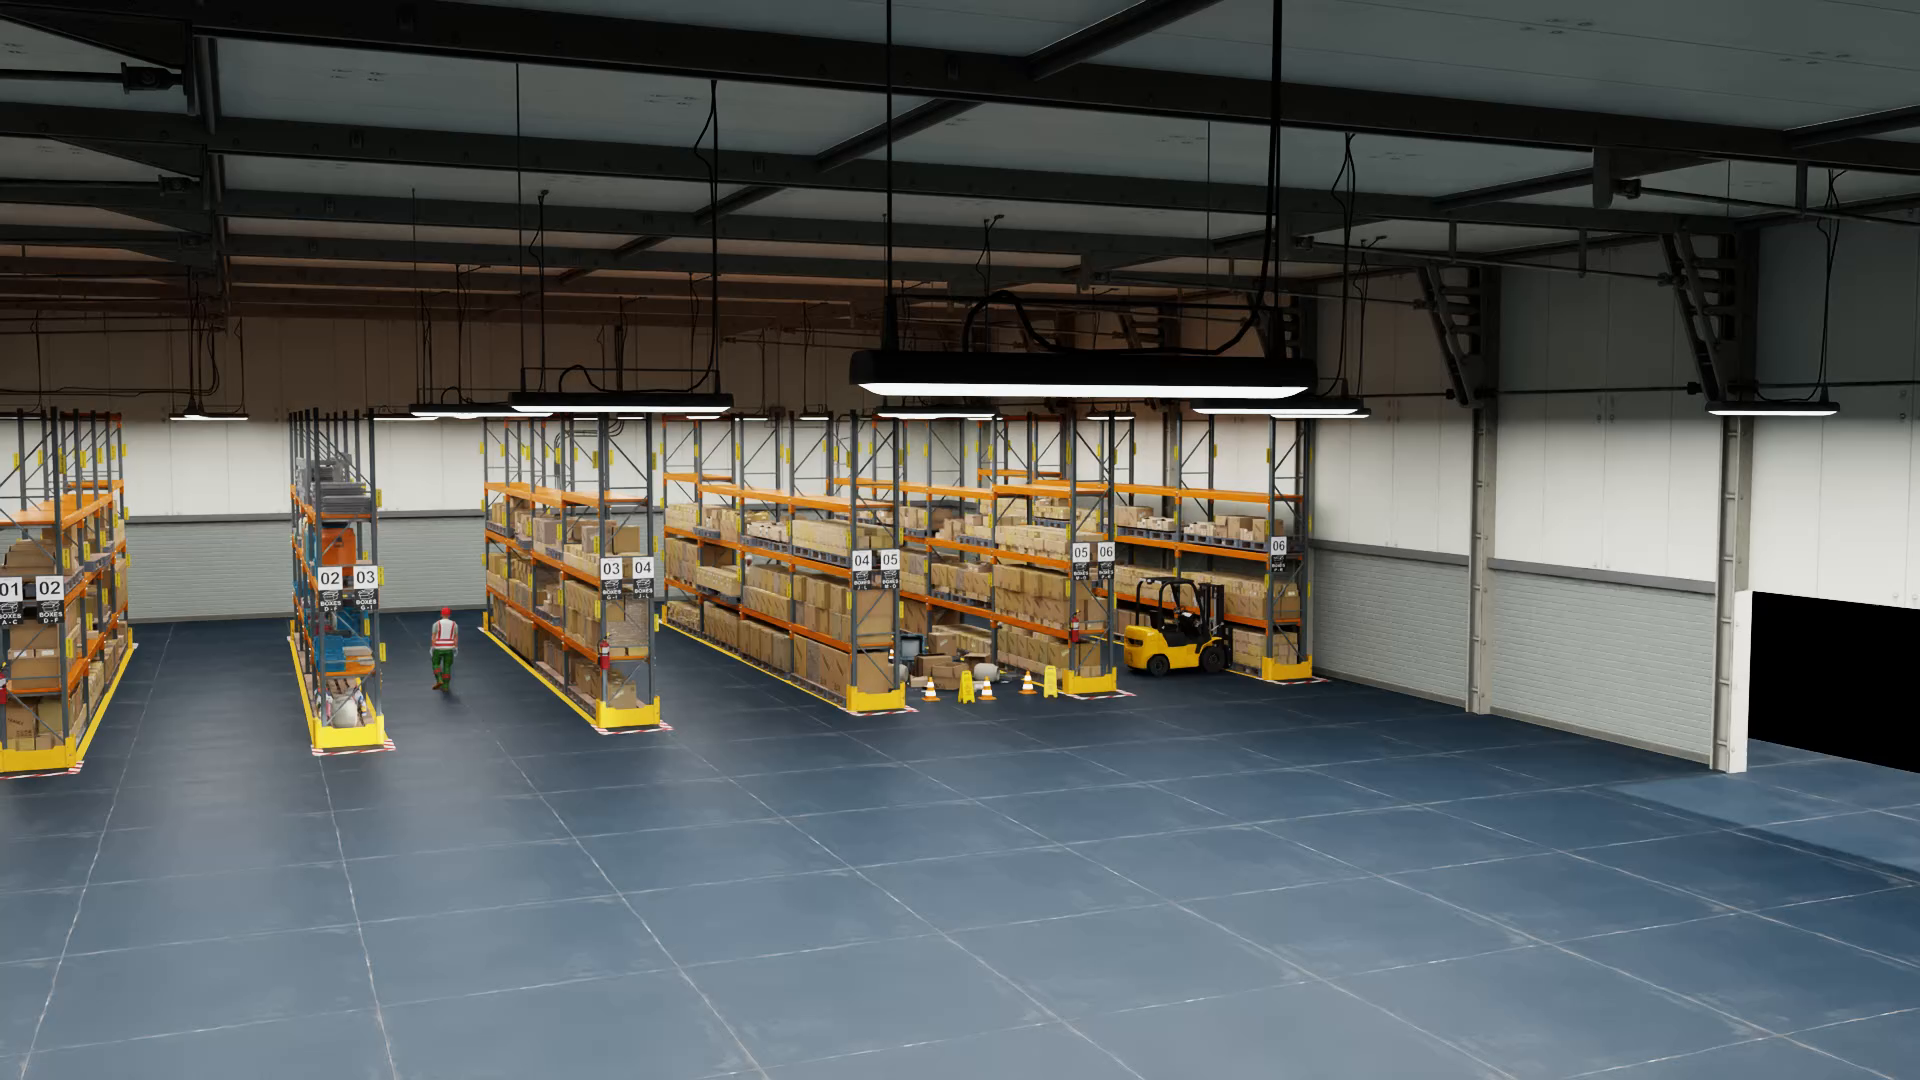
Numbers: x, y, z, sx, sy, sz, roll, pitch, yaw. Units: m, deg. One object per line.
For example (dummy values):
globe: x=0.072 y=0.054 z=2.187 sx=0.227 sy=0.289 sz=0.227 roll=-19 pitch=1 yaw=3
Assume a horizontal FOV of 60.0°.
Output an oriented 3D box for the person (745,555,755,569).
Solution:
person: x=-6.382 y=1.327 z=50.326 sx=0.578 sy=1.766 sz=0.893 roll=4 pitch=6 yaw=44

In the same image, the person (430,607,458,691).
person: x=-11.013 y=2.333 z=35.520 sx=0.593 sy=1.785 sz=0.461 roll=-2 pitch=4 yaw=-23

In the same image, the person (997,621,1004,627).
person: x=1.129 y=1.608 z=46.858 sx=0.455 sy=1.670 sz=0.495 roll=2 pitch=5 yaw=29
